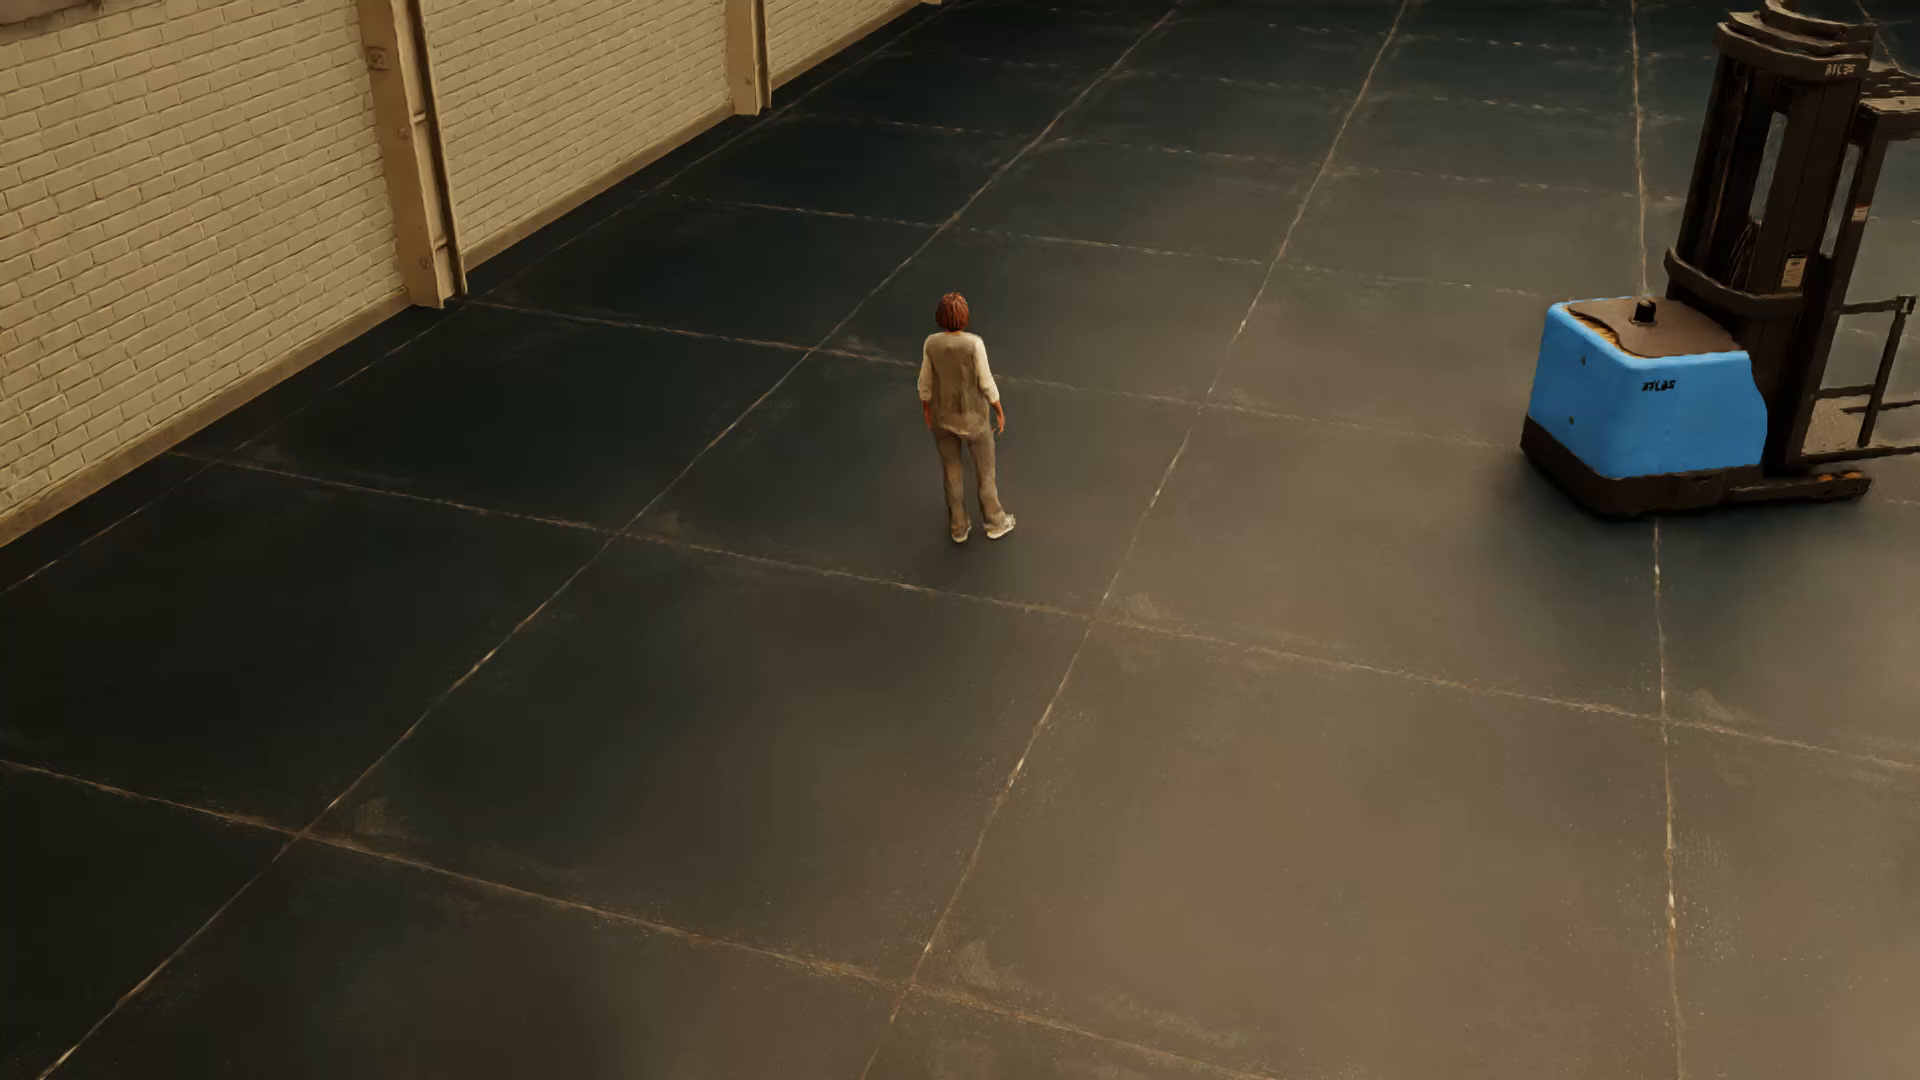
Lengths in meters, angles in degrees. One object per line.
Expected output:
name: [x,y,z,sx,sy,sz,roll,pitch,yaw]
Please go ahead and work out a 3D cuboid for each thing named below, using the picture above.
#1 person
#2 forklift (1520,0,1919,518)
person: [0.037,-0.732,9.754,0.521,1.597,0.474,10,31,16]
forklift: [5.289,-1.768,10.238,3.031,2.935,1.130,-6,30,-10]
